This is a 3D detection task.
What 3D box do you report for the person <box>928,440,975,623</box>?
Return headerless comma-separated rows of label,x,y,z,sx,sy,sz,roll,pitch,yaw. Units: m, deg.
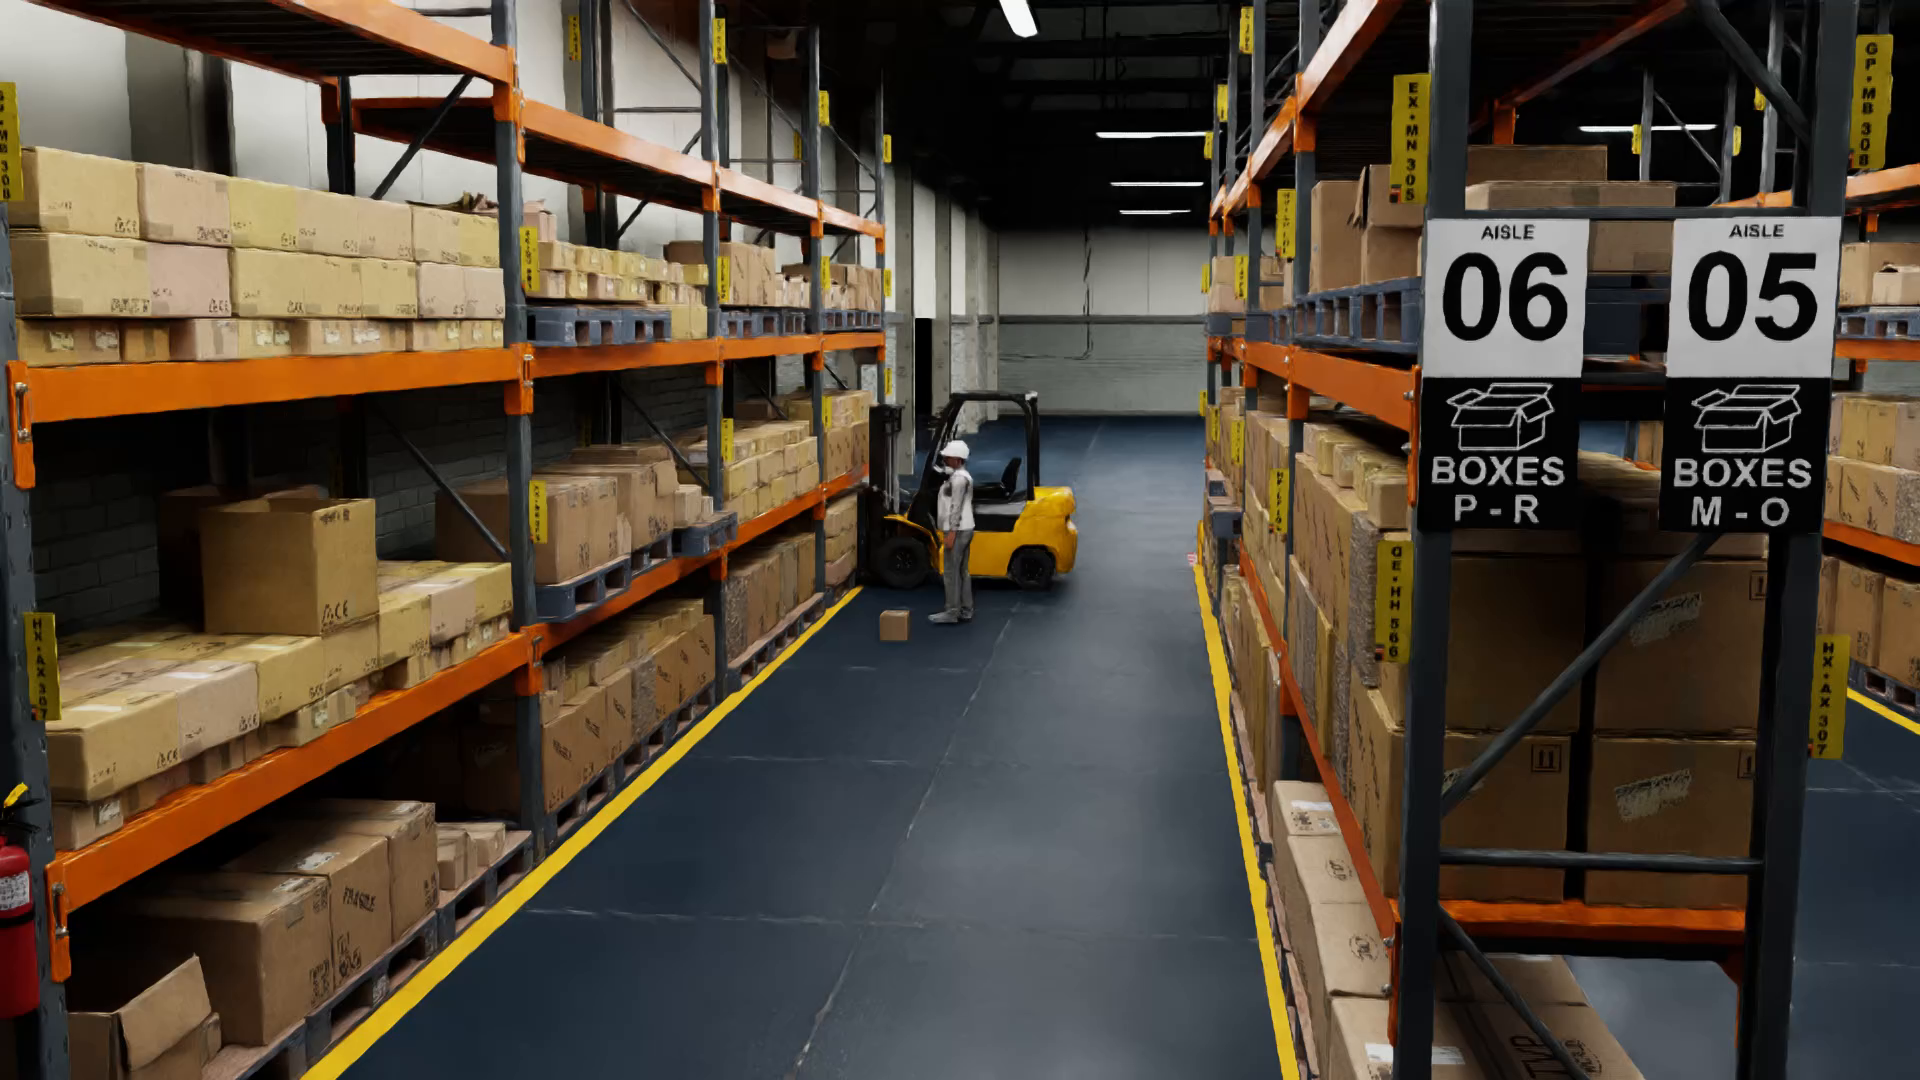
person,-0.076,-0.089,16.229,0.441,1.772,0.619,1,8,6
